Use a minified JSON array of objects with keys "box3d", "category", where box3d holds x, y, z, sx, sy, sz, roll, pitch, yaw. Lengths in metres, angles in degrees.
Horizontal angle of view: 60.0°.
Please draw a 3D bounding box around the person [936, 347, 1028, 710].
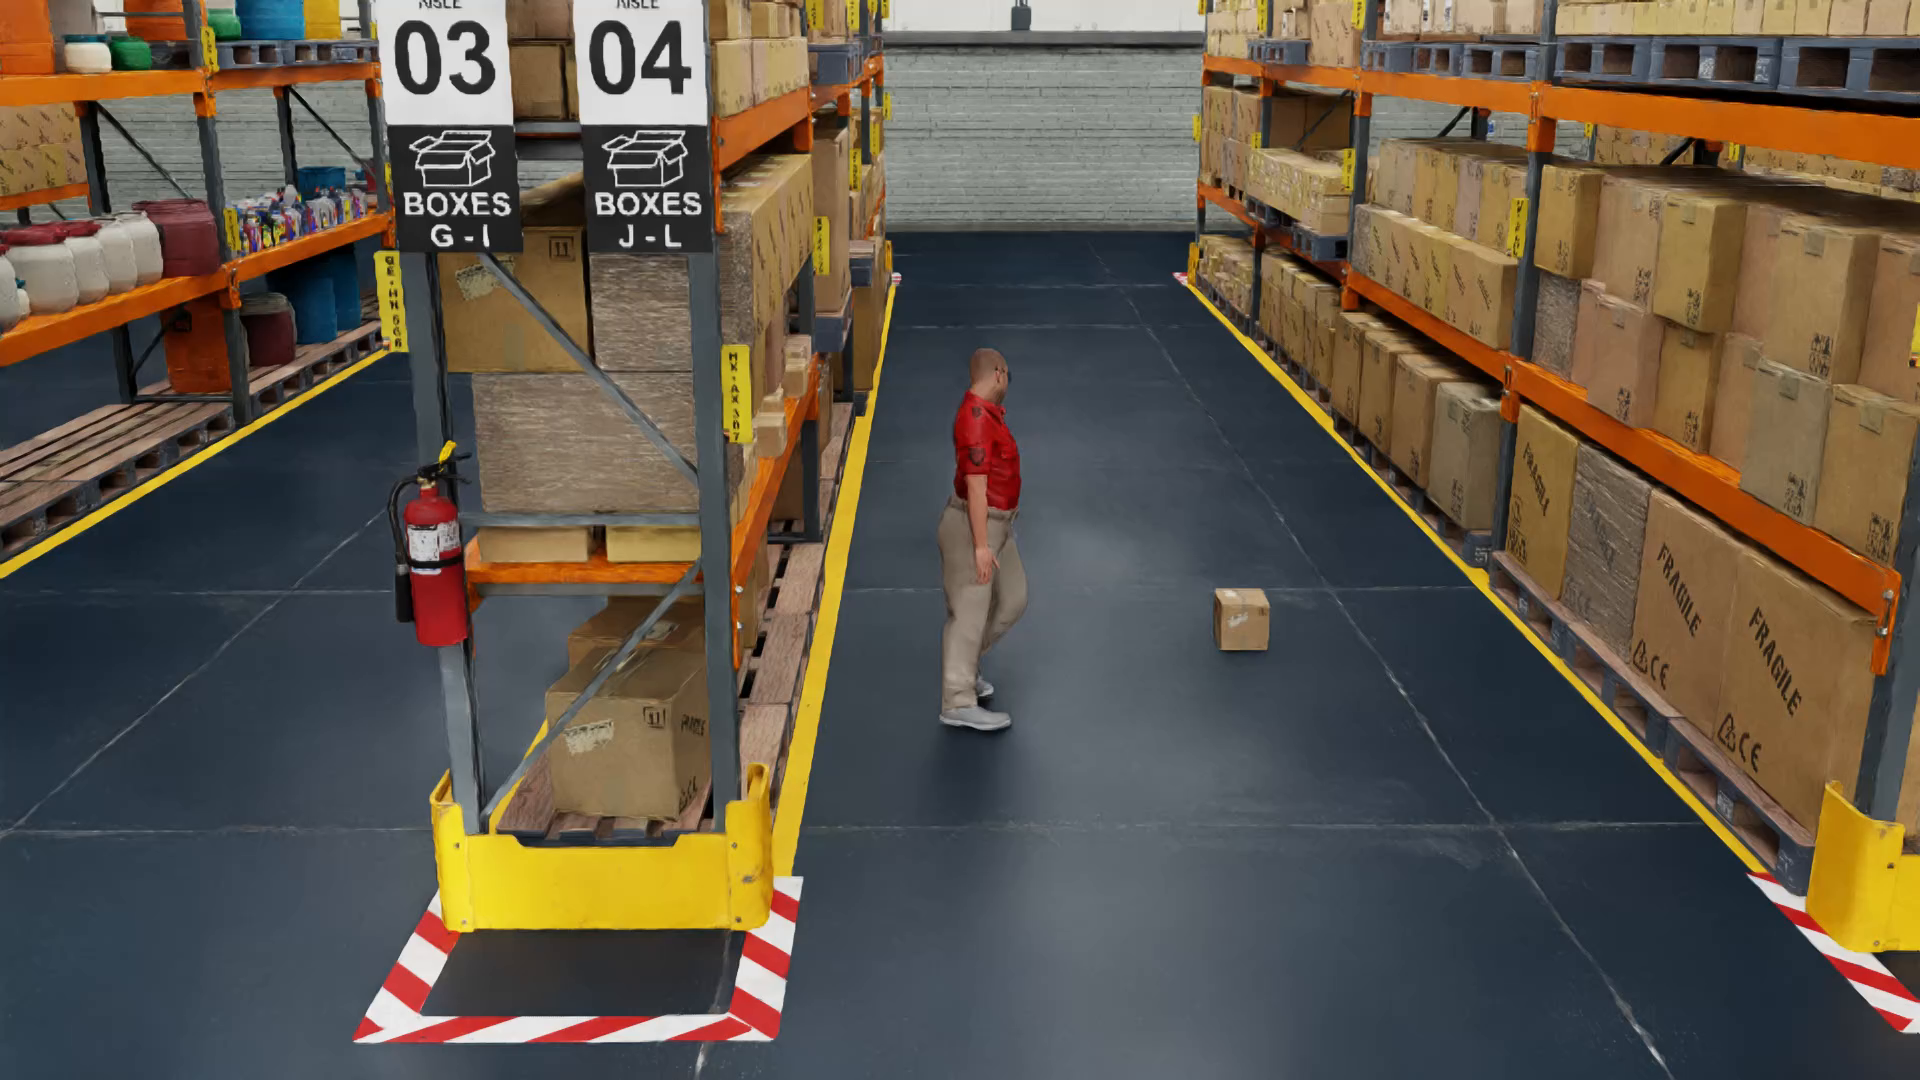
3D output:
[{"box3d":[0.100,-0.064,7.666,0.397,1.622,0.643,3,17,11],"category":"person"}]
